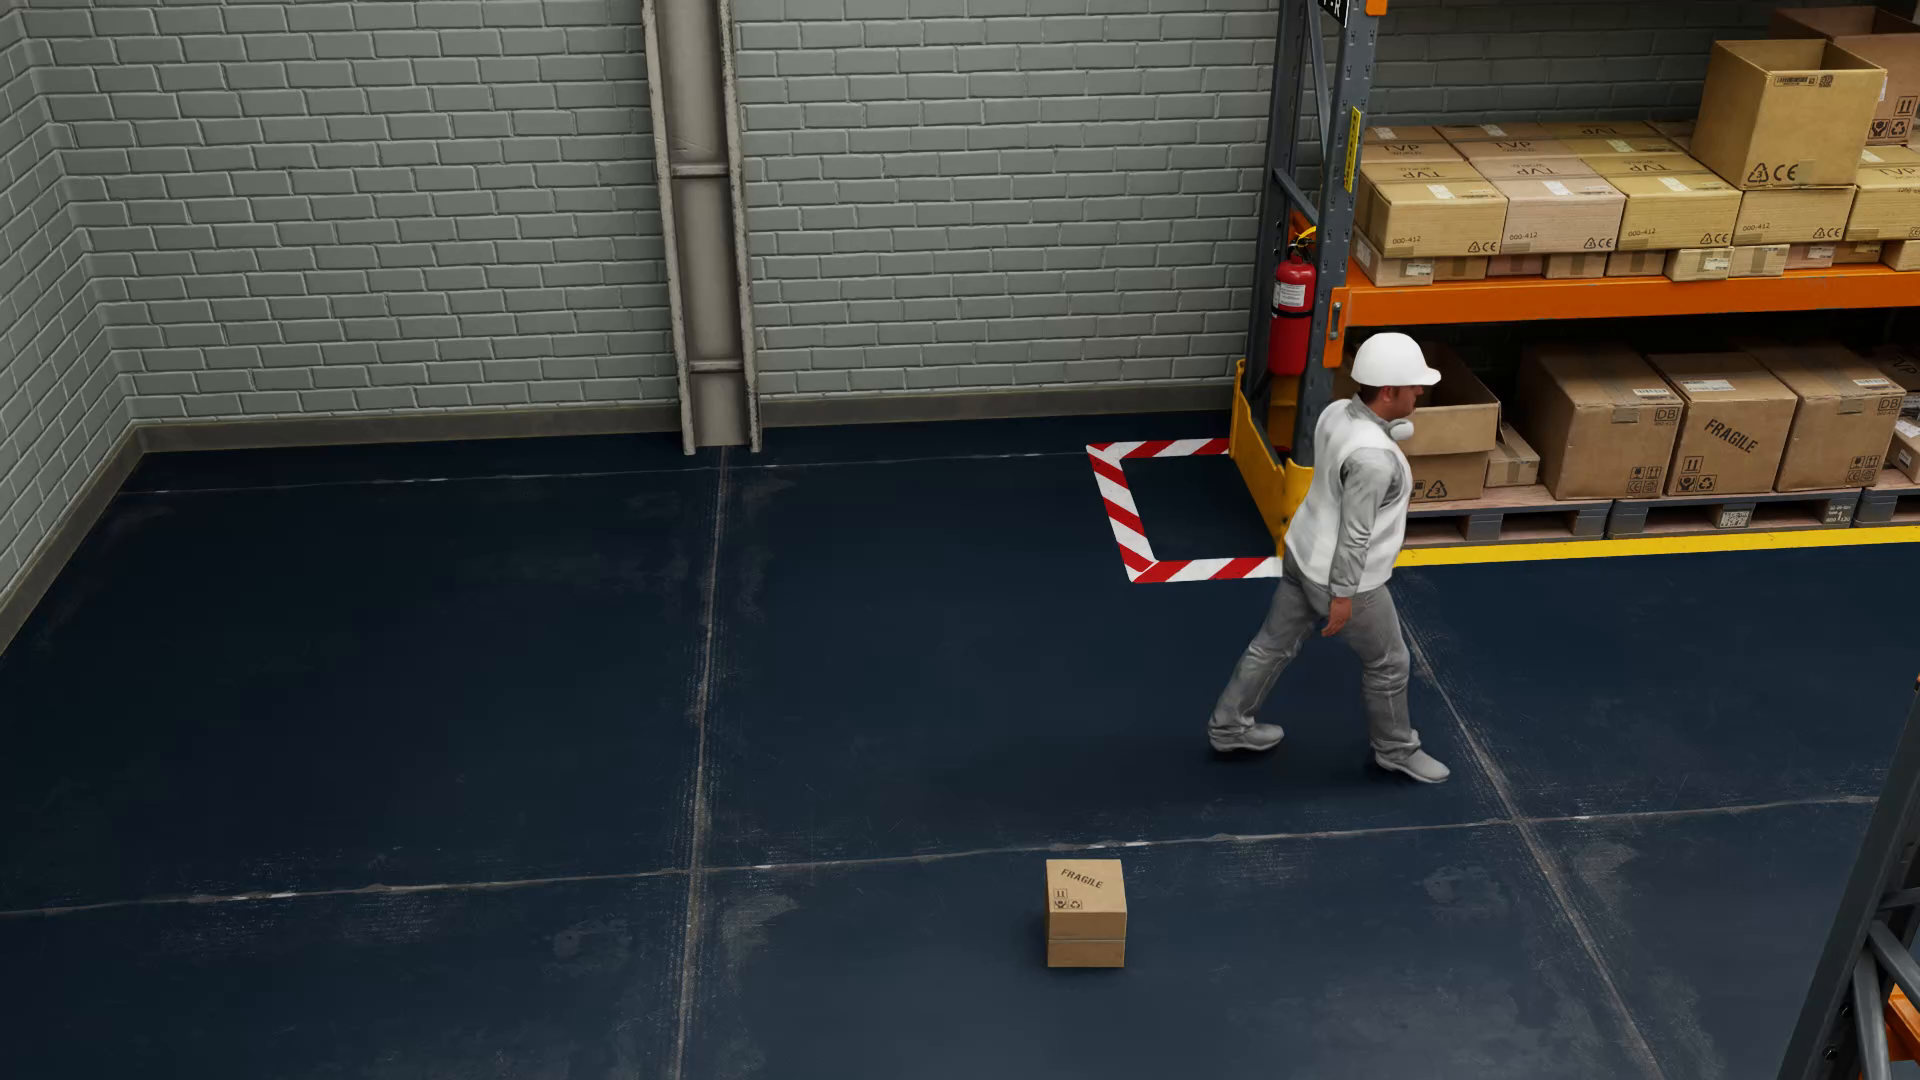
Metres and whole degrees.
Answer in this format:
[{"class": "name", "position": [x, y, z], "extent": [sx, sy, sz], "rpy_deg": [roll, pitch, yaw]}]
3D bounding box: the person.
[{"class": "person", "position": [1.396, 0.095, 5.967], "extent": [0.902, 1.777, 0.543], "rpy_deg": [-4, 31, -7]}]
